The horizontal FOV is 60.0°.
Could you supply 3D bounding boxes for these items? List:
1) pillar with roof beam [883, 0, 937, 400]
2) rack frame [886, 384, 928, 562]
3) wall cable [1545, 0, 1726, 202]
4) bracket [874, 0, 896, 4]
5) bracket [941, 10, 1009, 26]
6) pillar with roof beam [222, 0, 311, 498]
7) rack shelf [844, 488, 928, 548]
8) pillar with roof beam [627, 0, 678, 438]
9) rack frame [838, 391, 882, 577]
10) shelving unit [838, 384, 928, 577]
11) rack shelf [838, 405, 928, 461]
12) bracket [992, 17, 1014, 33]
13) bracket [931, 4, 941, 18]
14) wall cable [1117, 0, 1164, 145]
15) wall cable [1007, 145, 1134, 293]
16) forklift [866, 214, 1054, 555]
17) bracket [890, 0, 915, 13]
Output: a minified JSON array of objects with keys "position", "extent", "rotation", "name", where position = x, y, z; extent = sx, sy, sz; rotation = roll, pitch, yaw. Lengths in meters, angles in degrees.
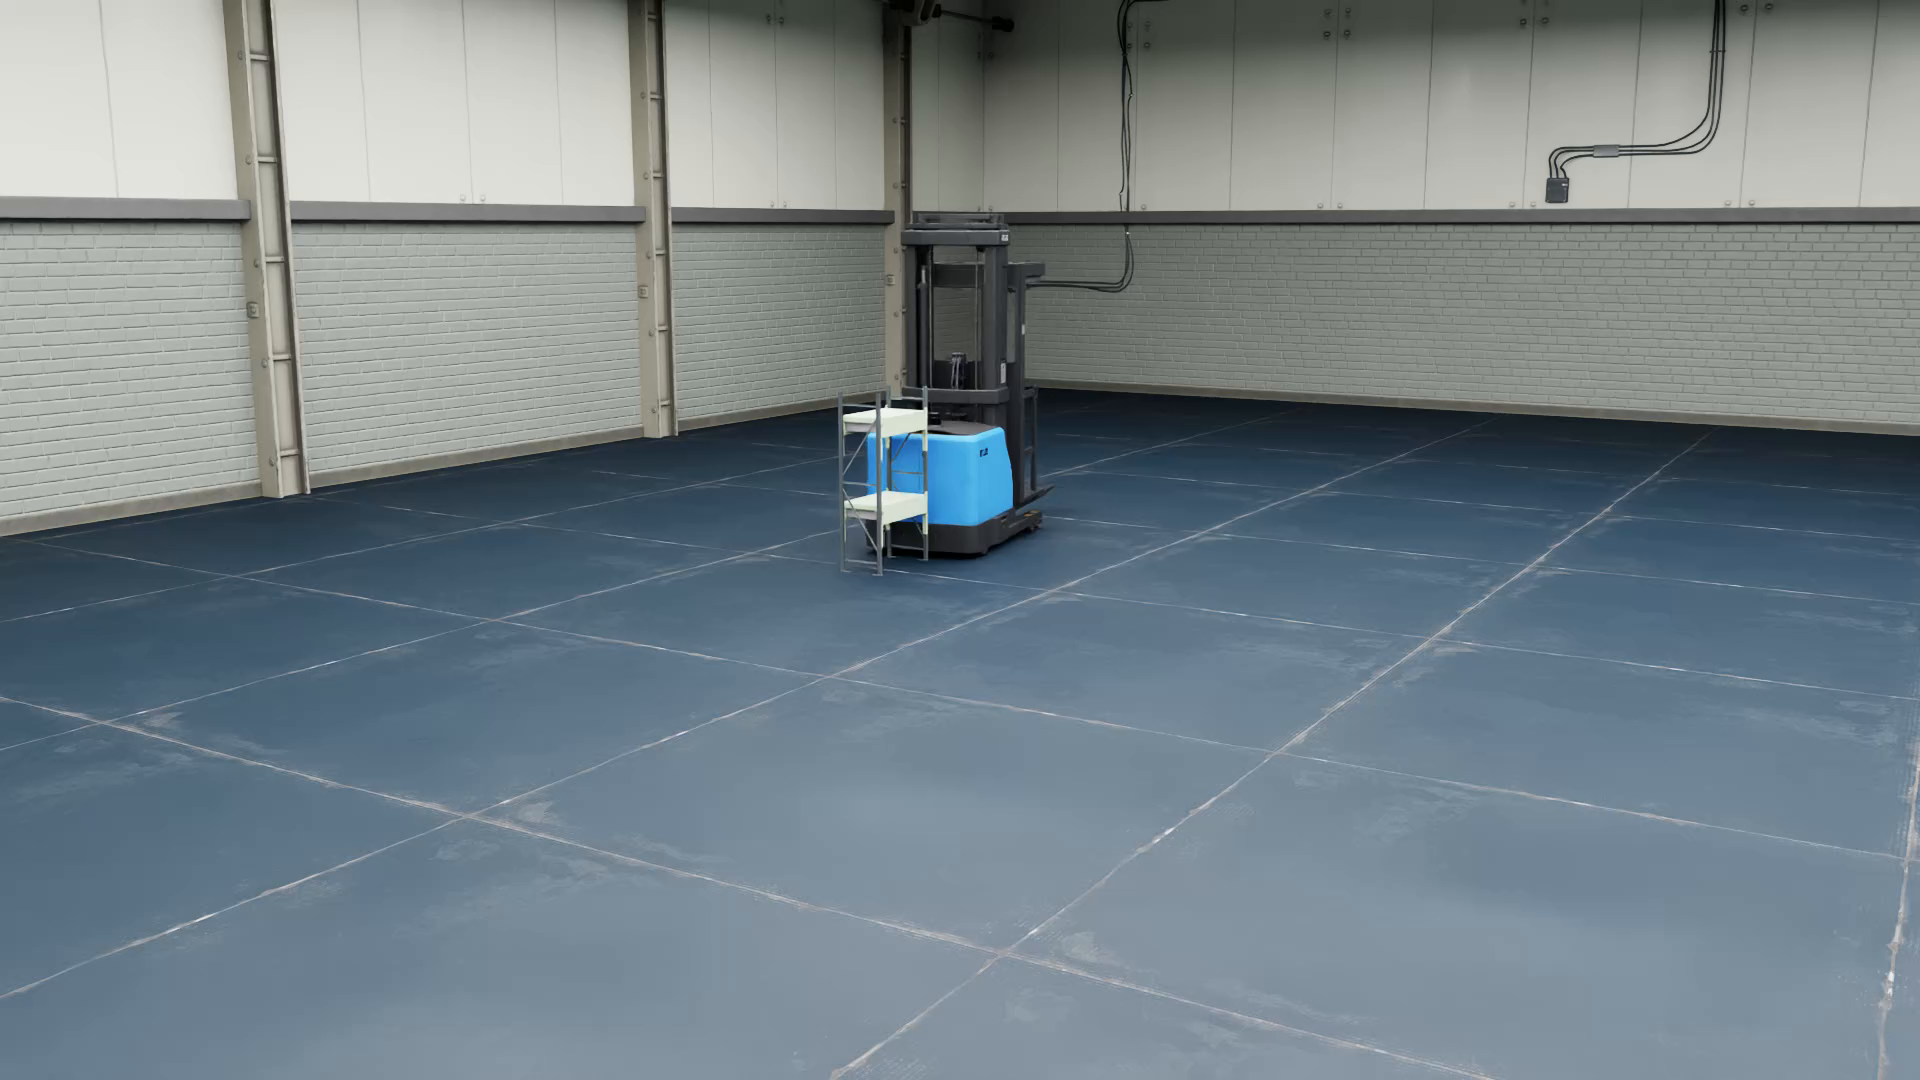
[{"position":[2.667,-6.389,24.923],"extent":[9.100,9.000,0.548],"rotation":[6,12,31],"name":"pillar with roof beam"},{"position":[-0.451,-0.572,14.229],"extent":[0.400,1.500,0.023],"rotation":[6,12,30],"name":"rack frame"},{"position":[9.753,-7.900,23.749],"extent":[2.305,6.003,0.169],"rotation":[6,12,31],"name":"wall cable"},{"position":[-2.262,-8.065,24.095],"extent":[0.076,0.066,4.783],"rotation":[6,12,31],"name":"bracket"},{"position":[0.430,-8.881,28.451],"extent":[0.076,0.066,3.189],"rotation":[6,12,31],"name":"bracket"},{"position":[-3.563,-4.502,14.843],"extent":[9.100,9.000,0.400],"rotation":[6,12,31],"name":"pillar with roof beam"},{"position":[-0.634,-0.193,13.978],"extent":[0.431,0.370,0.720],"rotation":[6,12,30],"name":"rack shelf"},{"position":[-0.448,-5.446,19.883],"extent":[9.100,9.000,0.400],"rotation":[6,12,31],"name":"pillar with roof beam"},{"position":[-0.818,-0.455,13.607],"extent":[0.400,1.500,0.023],"rotation":[6,12,30],"name":"rack frame"},{"position":[-0.634,-0.514,13.918],"extent":[0.431,1.500,0.755],"rotation":[6,12,30],"name":"shelving unit"},{"position":[-0.634,-0.897,13.846],"extent":[0.431,0.370,0.720],"rotation":[6,12,30],"name":"rack shelf"},{"position":[0.737,-8.974,28.947],"extent":[0.235,0.232,0.430],"rotation":[6,12,31],"name":"bracket"},{"position":[-0.493,-8.601,26.957],"extent":[0.235,0.232,0.430],"rotation":[6,12,31],"name":"bracket"},{"position":[3.960,-7.835,27.361],"extent":[3.097,2.526,0.112],"rotation":[6,12,31],"name":"wall cable"},{"position":[1.647,-5.611,29.206],"extent":[3.097,2.526,0.112],"rotation":[6,12,31],"name":"wall cable"},{"position":[0.147,-1.544,15.534],"extent":[1.130,2.935,3.031],"rotation":[4,11,19],"name":"forklift"},{"position":[-0.924,-8.471,26.259],"extent":[0.235,0.232,0.430],"rotation":[6,12,31],"name":"bracket"}]
